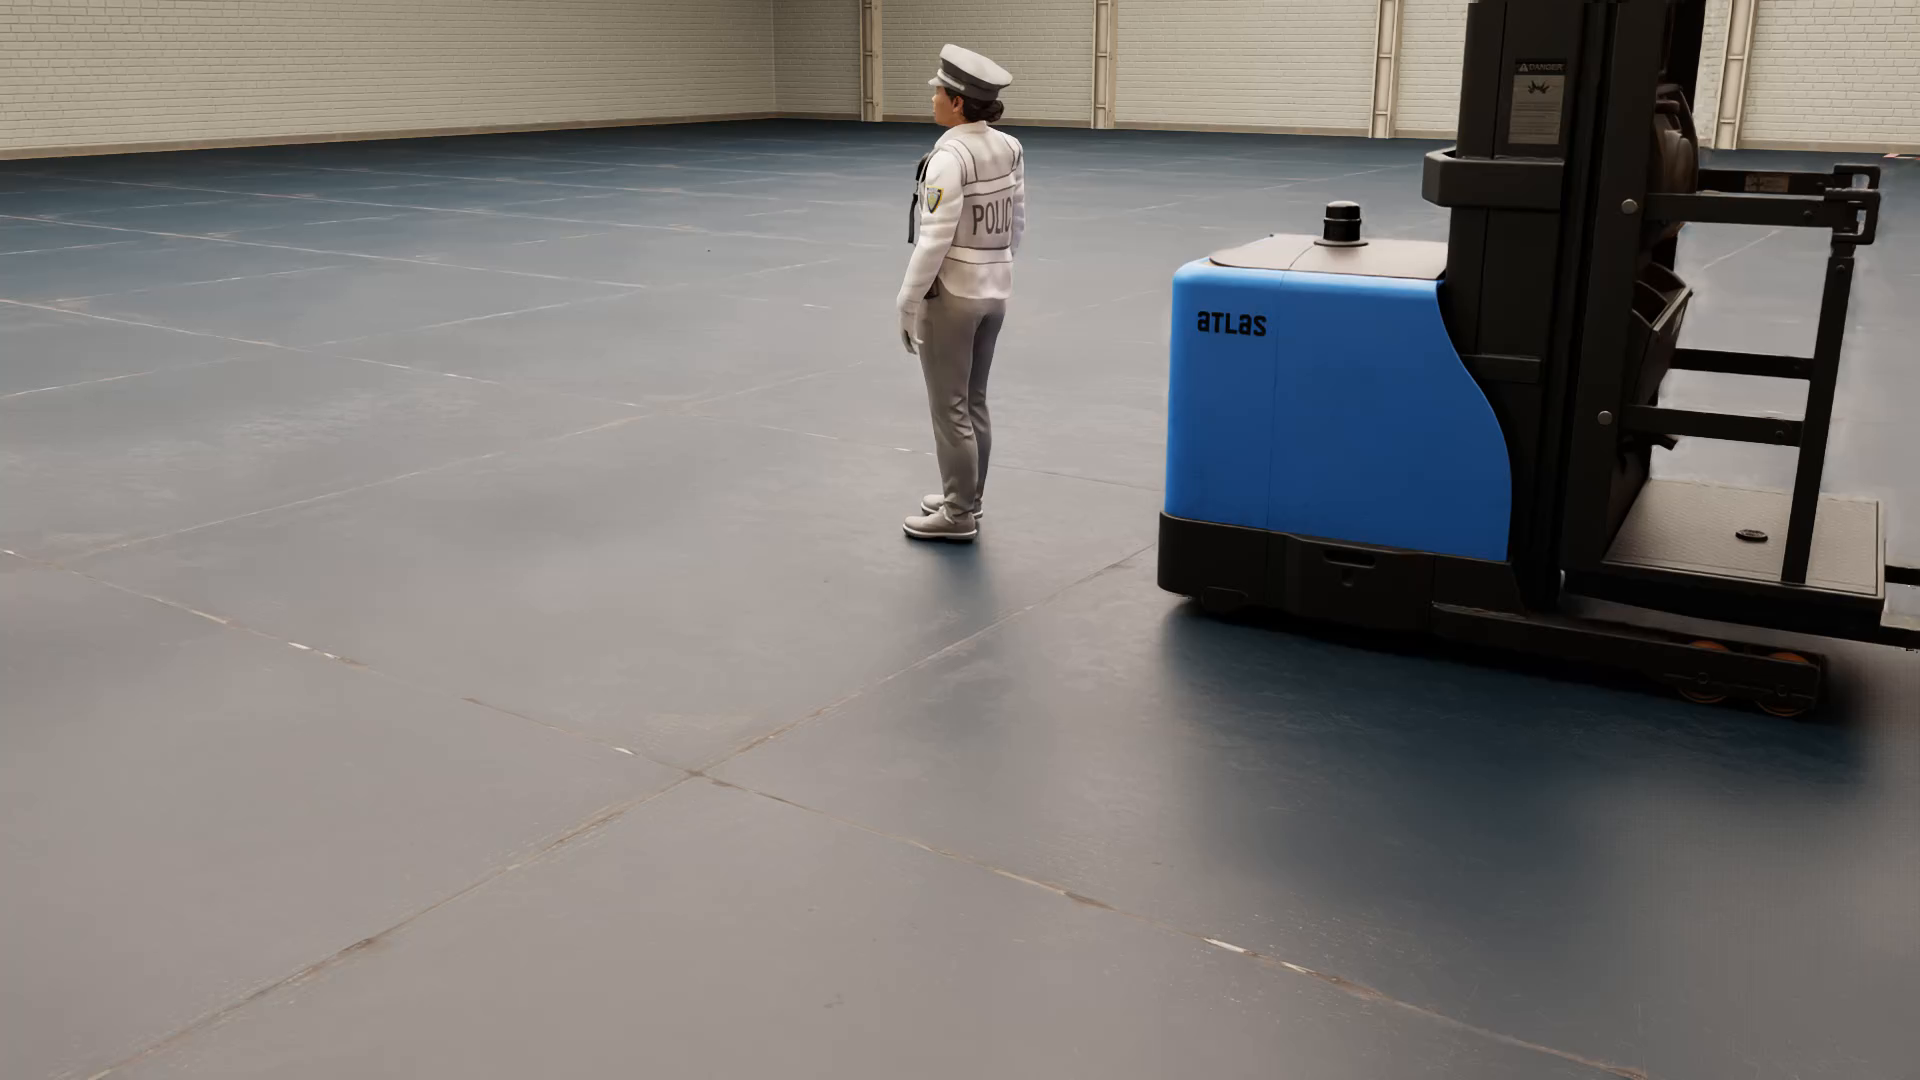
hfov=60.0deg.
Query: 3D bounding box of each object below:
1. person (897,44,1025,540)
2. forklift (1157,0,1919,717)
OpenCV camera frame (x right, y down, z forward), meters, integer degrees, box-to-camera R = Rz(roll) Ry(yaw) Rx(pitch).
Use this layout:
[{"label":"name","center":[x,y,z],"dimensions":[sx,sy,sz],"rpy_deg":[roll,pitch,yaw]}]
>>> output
[{"label":"person","center":[-0.053,-0.831,5.746],"dimensions":[0.531,1.695,0.587],"rpy_deg":[11,20,33]},{"label":"forklift","center":[2.167,-1.112,4.550],"dimensions":[3.031,2.935,1.130],"rpy_deg":[9,19,27]}]
